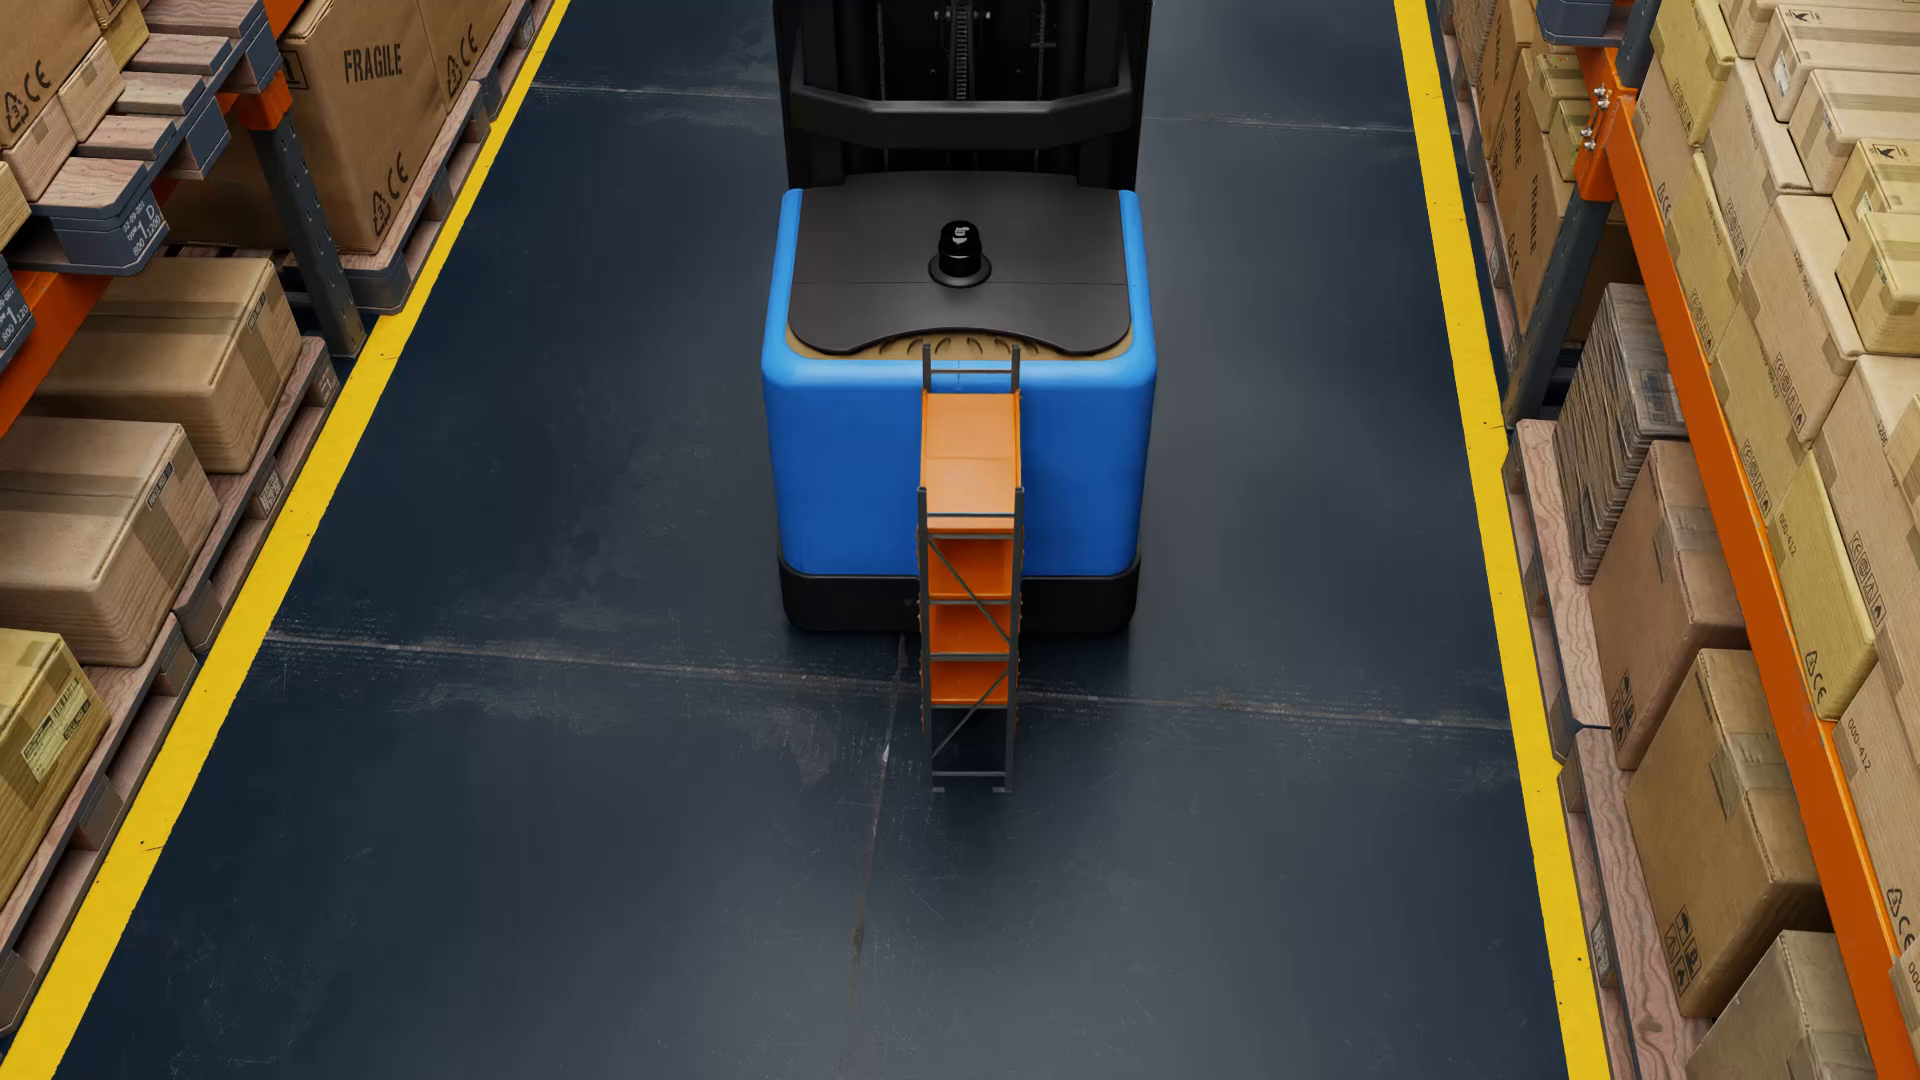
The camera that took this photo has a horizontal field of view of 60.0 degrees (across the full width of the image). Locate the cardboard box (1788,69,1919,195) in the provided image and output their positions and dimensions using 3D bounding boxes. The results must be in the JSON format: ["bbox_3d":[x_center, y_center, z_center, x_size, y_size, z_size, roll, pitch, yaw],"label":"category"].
[{"bbox_3d":[1.982,-0.846,3.484,0.380,0.149,0.250,4,48,4],"label":"cardboard box"}]

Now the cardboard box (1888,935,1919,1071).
[{"bbox_3d":[1.797,0.845,2.546,0.500,0.250,0.500,4,48,3],"label":"cardboard box"}]

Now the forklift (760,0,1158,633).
[{"bbox_3d":[0.008,-1.787,4.898,1.130,2.935,3.031,0,48,0],"label":"forklift"}]

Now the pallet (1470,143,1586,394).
[{"bbox_3d":[2.442,-0.993,6.015,1.003,0.211,1.213,4,48,4],"label":"pallet"}]

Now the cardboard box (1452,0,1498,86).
[{"bbox_3d":[2.290,-2.146,6.589,0.500,0.500,0.500,2,48,2],"label":"cardboard box"}]

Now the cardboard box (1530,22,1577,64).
[{"bbox_3d":[2.191,-1.678,5.722,0.380,0.149,0.250,2,48,2],"label":"cardboard box"}]

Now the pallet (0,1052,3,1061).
[{"bbox_3d":[-2.902,1.590,3.653,1.003,0.211,1.213,4,48,4],"label":"pallet"}]

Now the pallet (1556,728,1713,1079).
[{"bbox_3d":[2.108,1.050,4.147,1.003,0.211,1.213,4,48,4],"label":"pallet"}]

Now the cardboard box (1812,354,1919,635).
[{"bbox_3d":[1.918,-0.068,3.042,0.500,0.250,0.500,4,48,4],"label":"cardboard box"}]

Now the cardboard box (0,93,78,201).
[{"bbox_3d":[-2.364,-0.944,3.967,0.380,0.149,0.250,2,48,2],"label":"cardboard box"}]

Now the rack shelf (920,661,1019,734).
[{"bbox_3d":[0.026,0.291,4.531,0.258,0.148,0.480,0,48,0],"label":"rack shelf"}]

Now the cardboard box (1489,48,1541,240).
[{"bbox_3d":[2.217,-1.378,5.887,0.500,0.500,0.500,3,48,3],"label":"cardboard box"}]

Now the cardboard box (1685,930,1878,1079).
[{"bbox_3d":[2.086,1.258,3.392,0.875,0.625,0.625,3,48,3],"label":"cardboard box"}]

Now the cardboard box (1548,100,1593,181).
[{"bbox_3d":[2.129,-1.285,5.362,0.380,0.149,0.250,2,48,2],"label":"cardboard box"}]

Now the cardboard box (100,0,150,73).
[{"bbox_3d":[-2.355,-1.317,4.307,0.380,0.149,0.250,5,48,4],"label":"cardboard box"}]

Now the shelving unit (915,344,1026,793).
[{"bbox_3d":[0.026,0.111,4.335,0.258,1.200,0.503,0,48,0],"label":"shelving unit"}]

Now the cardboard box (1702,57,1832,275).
[{"bbox_3d":[2.006,-0.828,3.738,0.500,0.250,0.500,5,48,5],"label":"cardboard box"}]

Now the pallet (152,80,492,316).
[{"bbox_3d":[-2.460,-1.352,6.343,1.003,0.211,1.213,4,48,4],"label":"pallet"}]

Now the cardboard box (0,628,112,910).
[{"bbox_3d":[-2.803,0.541,4.219,0.950,0.372,0.625,5,48,5],"label":"cardboard box"}]

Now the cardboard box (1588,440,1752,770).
[{"bbox_3d":[2.214,0.210,4.350,0.875,0.625,0.625,5,48,5],"label":"cardboard box"}]

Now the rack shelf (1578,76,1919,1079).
[{"bbox_3d":[2.154,0.325,3.408,1.077,0.370,4.000,4,48,4],"label":"rack shelf"}]

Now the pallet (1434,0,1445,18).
[{"bbox_3d":[2.664,-2.785,7.655,1.003,0.211,1.213,4,48,4],"label":"pallet"}]

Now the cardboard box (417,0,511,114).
[{"bbox_3d":[-2.376,-2.300,6.477,0.875,0.875,0.875,4,48,4],"label":"cardboard box"}]

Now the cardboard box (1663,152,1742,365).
[{"bbox_3d":[2.001,-0.658,3.921,0.500,0.250,0.500,3,48,3],"label":"cardboard box"}]

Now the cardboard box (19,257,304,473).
[{"bbox_3d":[-2.669,-0.559,5.225,0.950,0.372,0.625,1,48,1],"label":"cardboard box"}]

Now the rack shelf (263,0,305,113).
[{"bbox_3d":[-2.425,-2.946,6.399,1.077,0.370,4.000,4,48,4],"label":"rack shelf"}]

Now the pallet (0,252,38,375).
[{"bbox_3d":[-2.747,-0.197,3.527,1.003,0.211,1.213,4,48,4],"label":"pallet"}]

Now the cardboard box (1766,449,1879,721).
[{"bbox_3d":[1.913,0.102,3.226,0.500,0.250,0.500,5,48,5],"label":"cardboard box"}]

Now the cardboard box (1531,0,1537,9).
[{"bbox_3d":[2.282,-2.052,6.064,0.380,0.149,0.250,3,48,3],"label":"cardboard box"}]

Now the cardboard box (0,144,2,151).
[{"bbox_3d":[-2.453,-0.890,3.477,0.500,0.500,0.500,1,48,1],"label":"cardboard box"}]

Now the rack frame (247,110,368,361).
[{"bbox_3d":[-2.607,-1.719,4.789,1.000,3.000,0.127,4,48,4],"label":"rack frame"}]

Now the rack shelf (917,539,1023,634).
[{"bbox_3d":[0.026,0.006,4.220,0.258,0.148,0.480,0,48,0],"label":"rack shelf"}]

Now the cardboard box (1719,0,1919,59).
[{"bbox_3d":[1.991,-1.230,3.835,0.380,0.149,0.250,5,48,4],"label":"cardboard box"}]

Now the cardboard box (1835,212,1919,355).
[{"bbox_3d":[1.907,-0.477,3.146,0.380,0.149,0.250,5,48,4],"label":"cardboard box"}]

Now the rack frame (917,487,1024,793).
[{"bbox_3d":[0.024,0.291,4.171,0.240,1.200,0.015,0,48,0],"label":"rack frame"}]

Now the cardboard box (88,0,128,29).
[{"bbox_3d":[-2.372,-1.642,4.165,0.500,0.500,0.500,3,48,2],"label":"cardboard box"}]

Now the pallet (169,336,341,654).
[{"bbox_3d":[-2.680,-0.203,5.293,1.003,0.211,1.213,4,48,4],"label":"pallet"}]
